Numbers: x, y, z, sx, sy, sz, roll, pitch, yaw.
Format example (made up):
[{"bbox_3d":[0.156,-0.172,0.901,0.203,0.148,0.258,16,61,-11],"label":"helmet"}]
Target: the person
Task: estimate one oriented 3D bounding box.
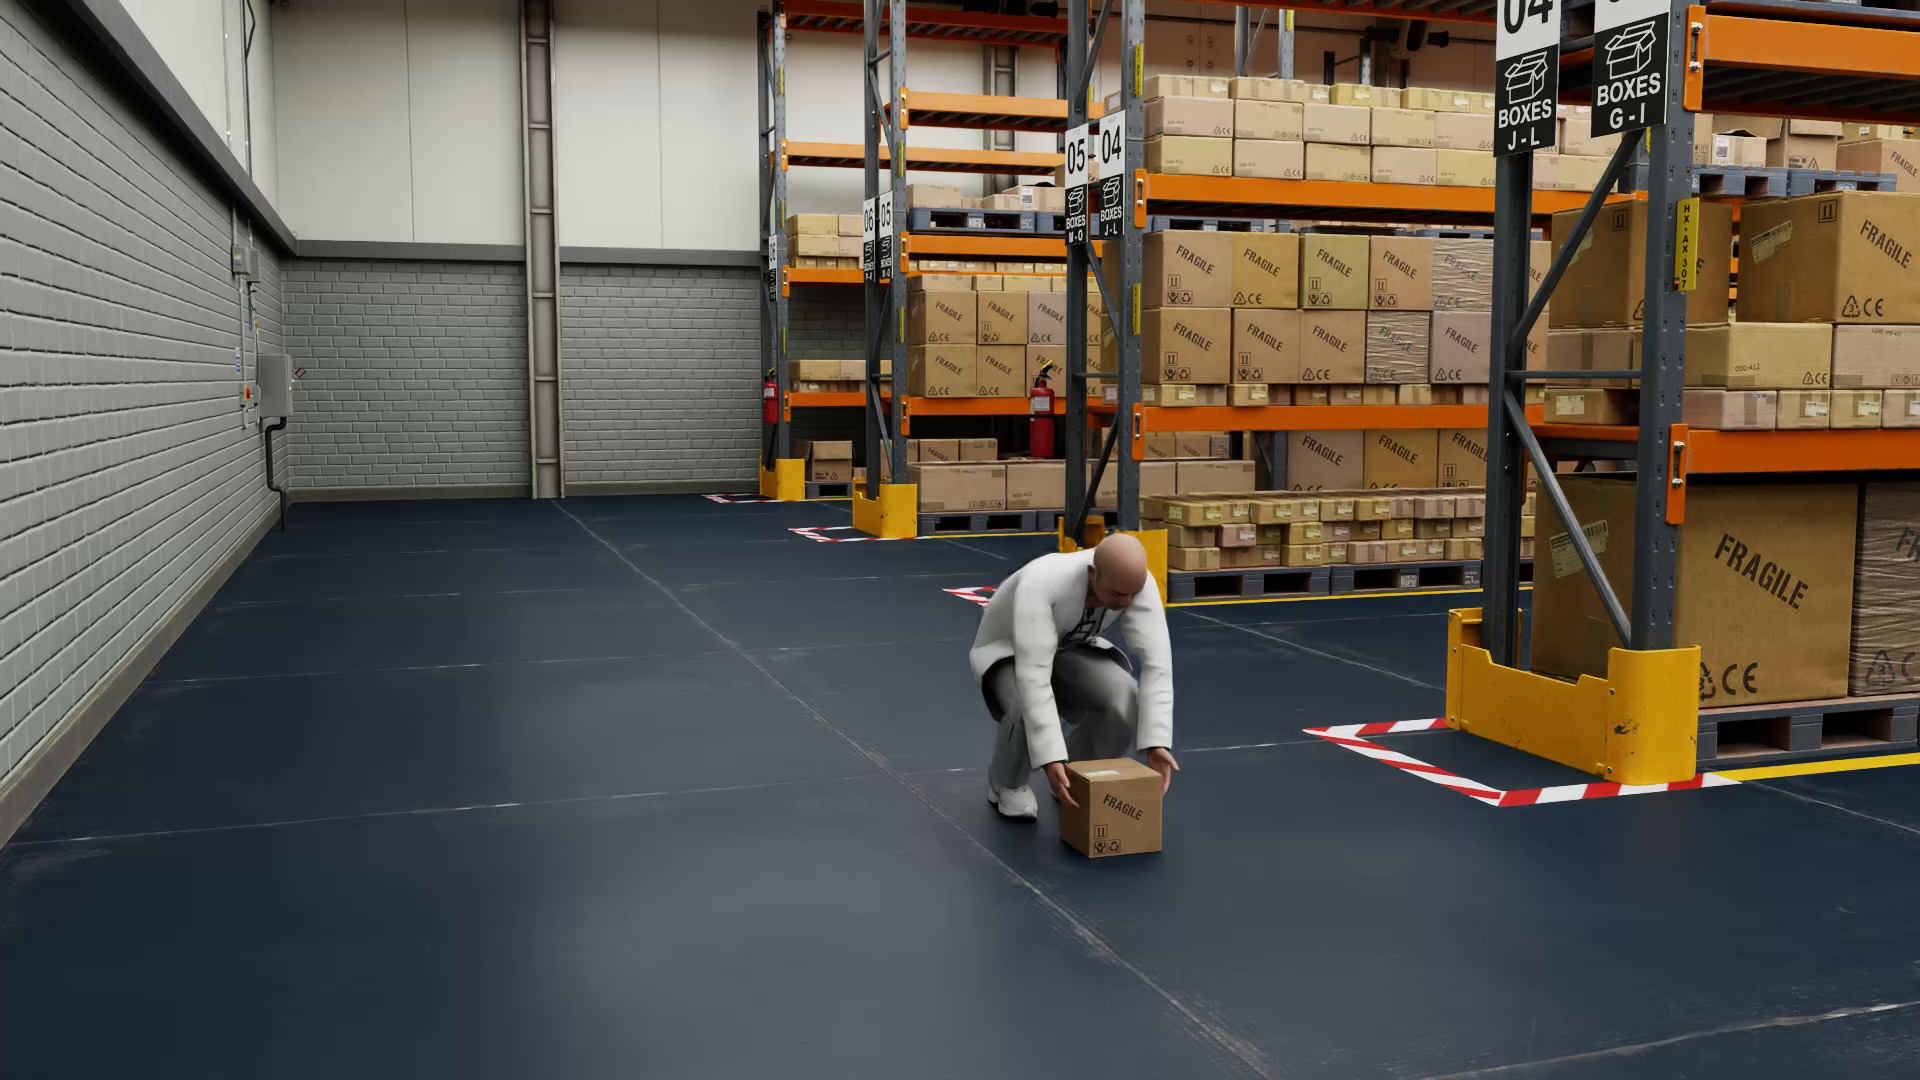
[{"bbox_3d":[0.371,0.449,5.665,0.611,1.003,0.896,-2,6,-19],"label":"person"}]
